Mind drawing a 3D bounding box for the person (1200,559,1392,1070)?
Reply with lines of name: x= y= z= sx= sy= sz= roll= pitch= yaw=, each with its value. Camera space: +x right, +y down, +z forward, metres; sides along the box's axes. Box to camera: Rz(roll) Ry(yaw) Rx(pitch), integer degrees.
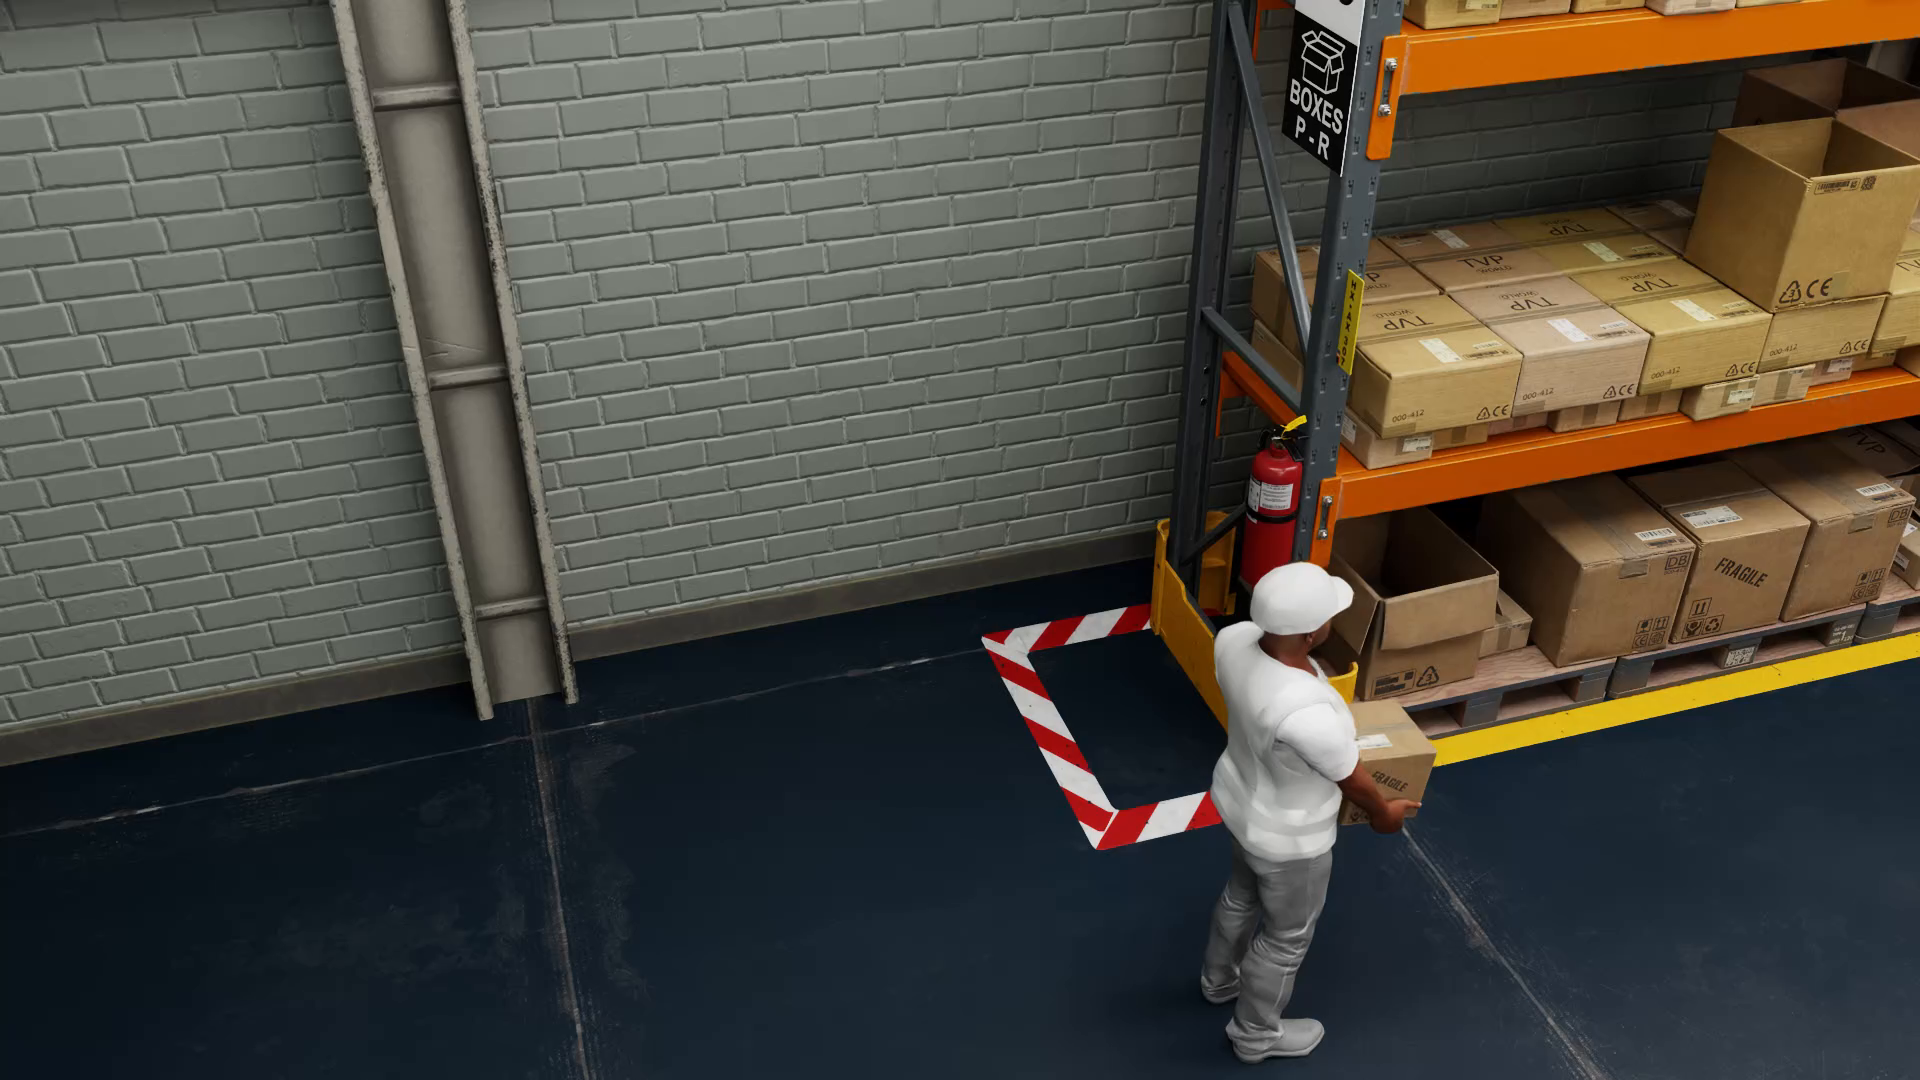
person: x=0.982 y=0.798 z=4.923 sx=0.509 sy=1.768 sz=0.562 roll=-10 pitch=35 yaw=-15
